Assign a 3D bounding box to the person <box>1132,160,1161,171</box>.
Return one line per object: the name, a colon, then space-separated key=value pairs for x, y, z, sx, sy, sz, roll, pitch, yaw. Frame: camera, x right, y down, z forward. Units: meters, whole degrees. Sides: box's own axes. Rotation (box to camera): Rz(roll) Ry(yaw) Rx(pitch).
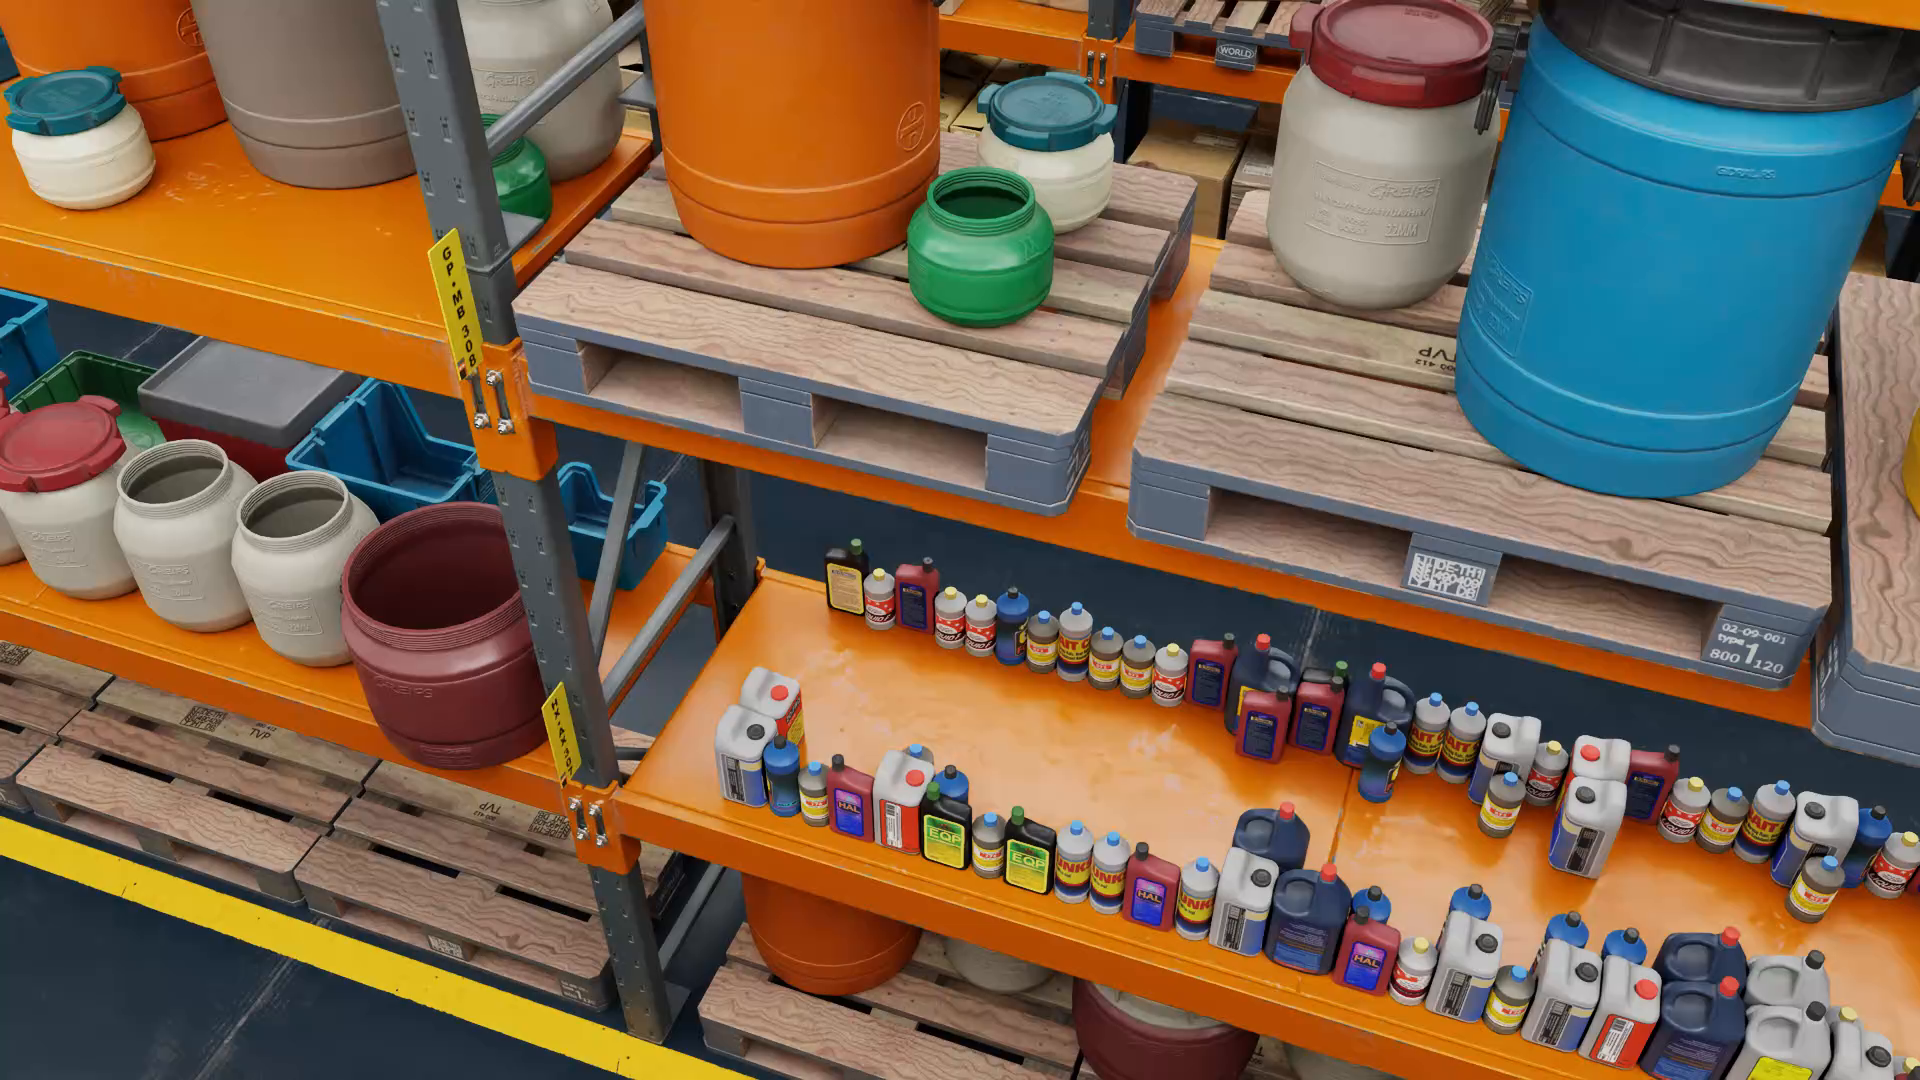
person: x=0.733 y=-0.861 z=7.130 sx=0.466 sy=1.581 sz=0.349 roll=13 pitch=44 yaw=14
